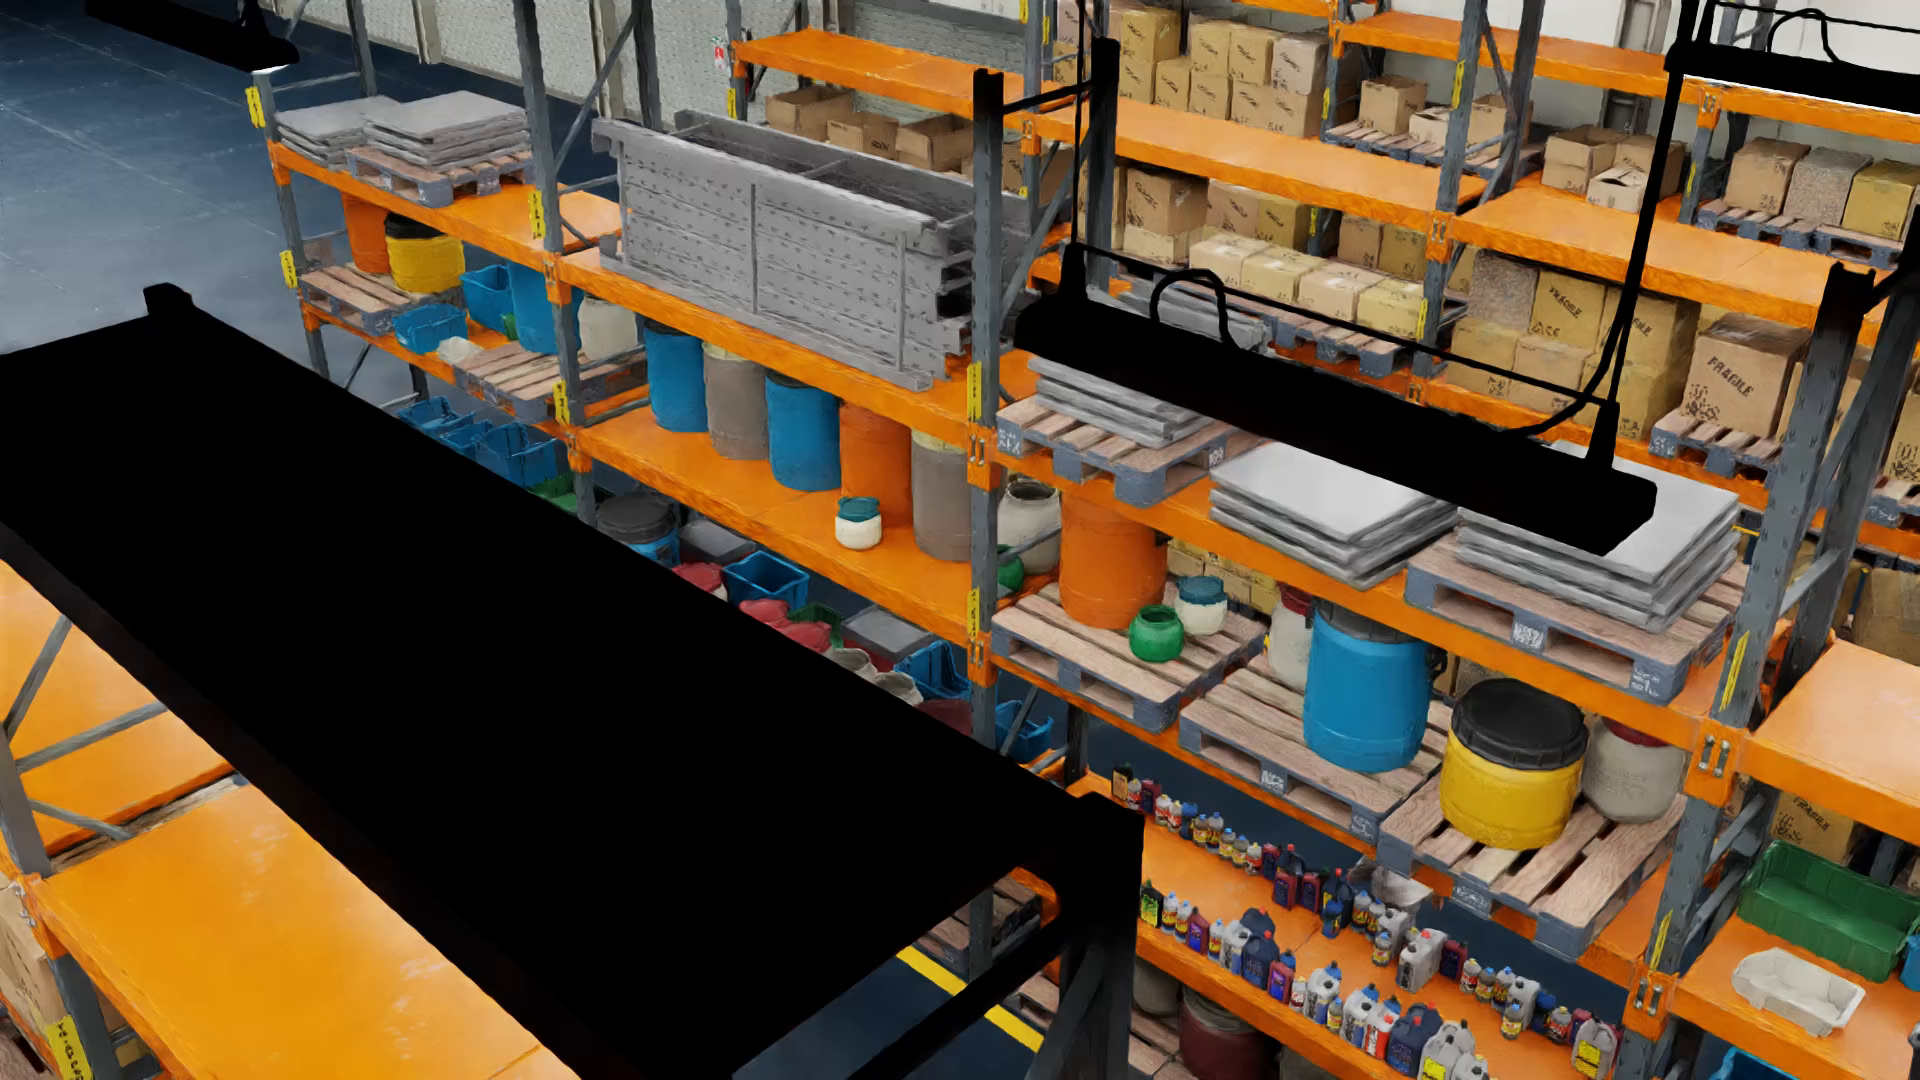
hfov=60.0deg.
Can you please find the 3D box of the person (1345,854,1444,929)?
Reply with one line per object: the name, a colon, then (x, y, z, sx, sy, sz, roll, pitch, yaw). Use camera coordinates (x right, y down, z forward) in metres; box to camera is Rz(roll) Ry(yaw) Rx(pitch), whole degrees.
person: (2.771, 2.180, 10.603, 0.538, 1.715, 1.024, -21, 36, -33)
